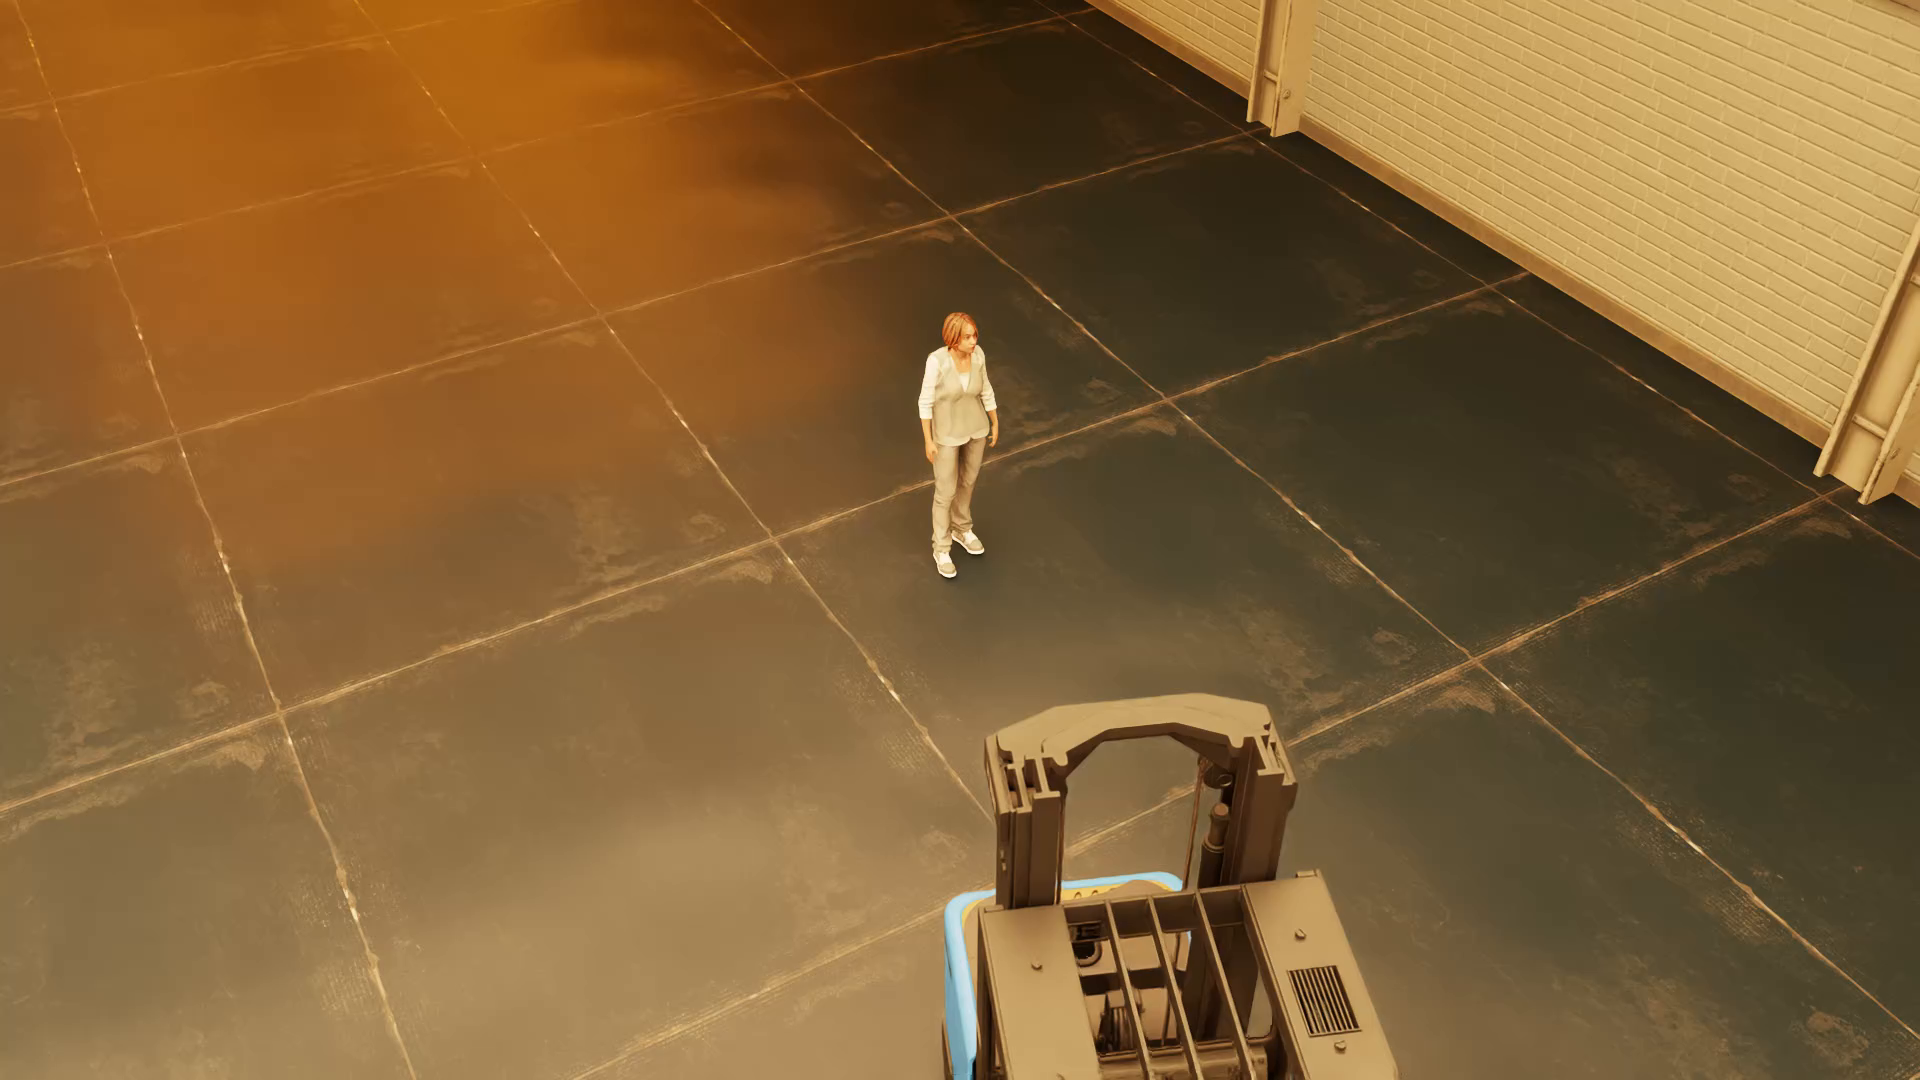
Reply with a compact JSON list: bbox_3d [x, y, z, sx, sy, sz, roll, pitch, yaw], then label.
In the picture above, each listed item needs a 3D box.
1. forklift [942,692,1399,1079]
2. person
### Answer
[{"bbox_3d":[0.632,2.058,5.555,1.130,2.935,3.031,-5,40,-6],"label":"forklift"},{"bbox_3d":[0.024,-0.575,9.763,0.520,1.597,0.475,-20,44,-23],"label":"person"}]
